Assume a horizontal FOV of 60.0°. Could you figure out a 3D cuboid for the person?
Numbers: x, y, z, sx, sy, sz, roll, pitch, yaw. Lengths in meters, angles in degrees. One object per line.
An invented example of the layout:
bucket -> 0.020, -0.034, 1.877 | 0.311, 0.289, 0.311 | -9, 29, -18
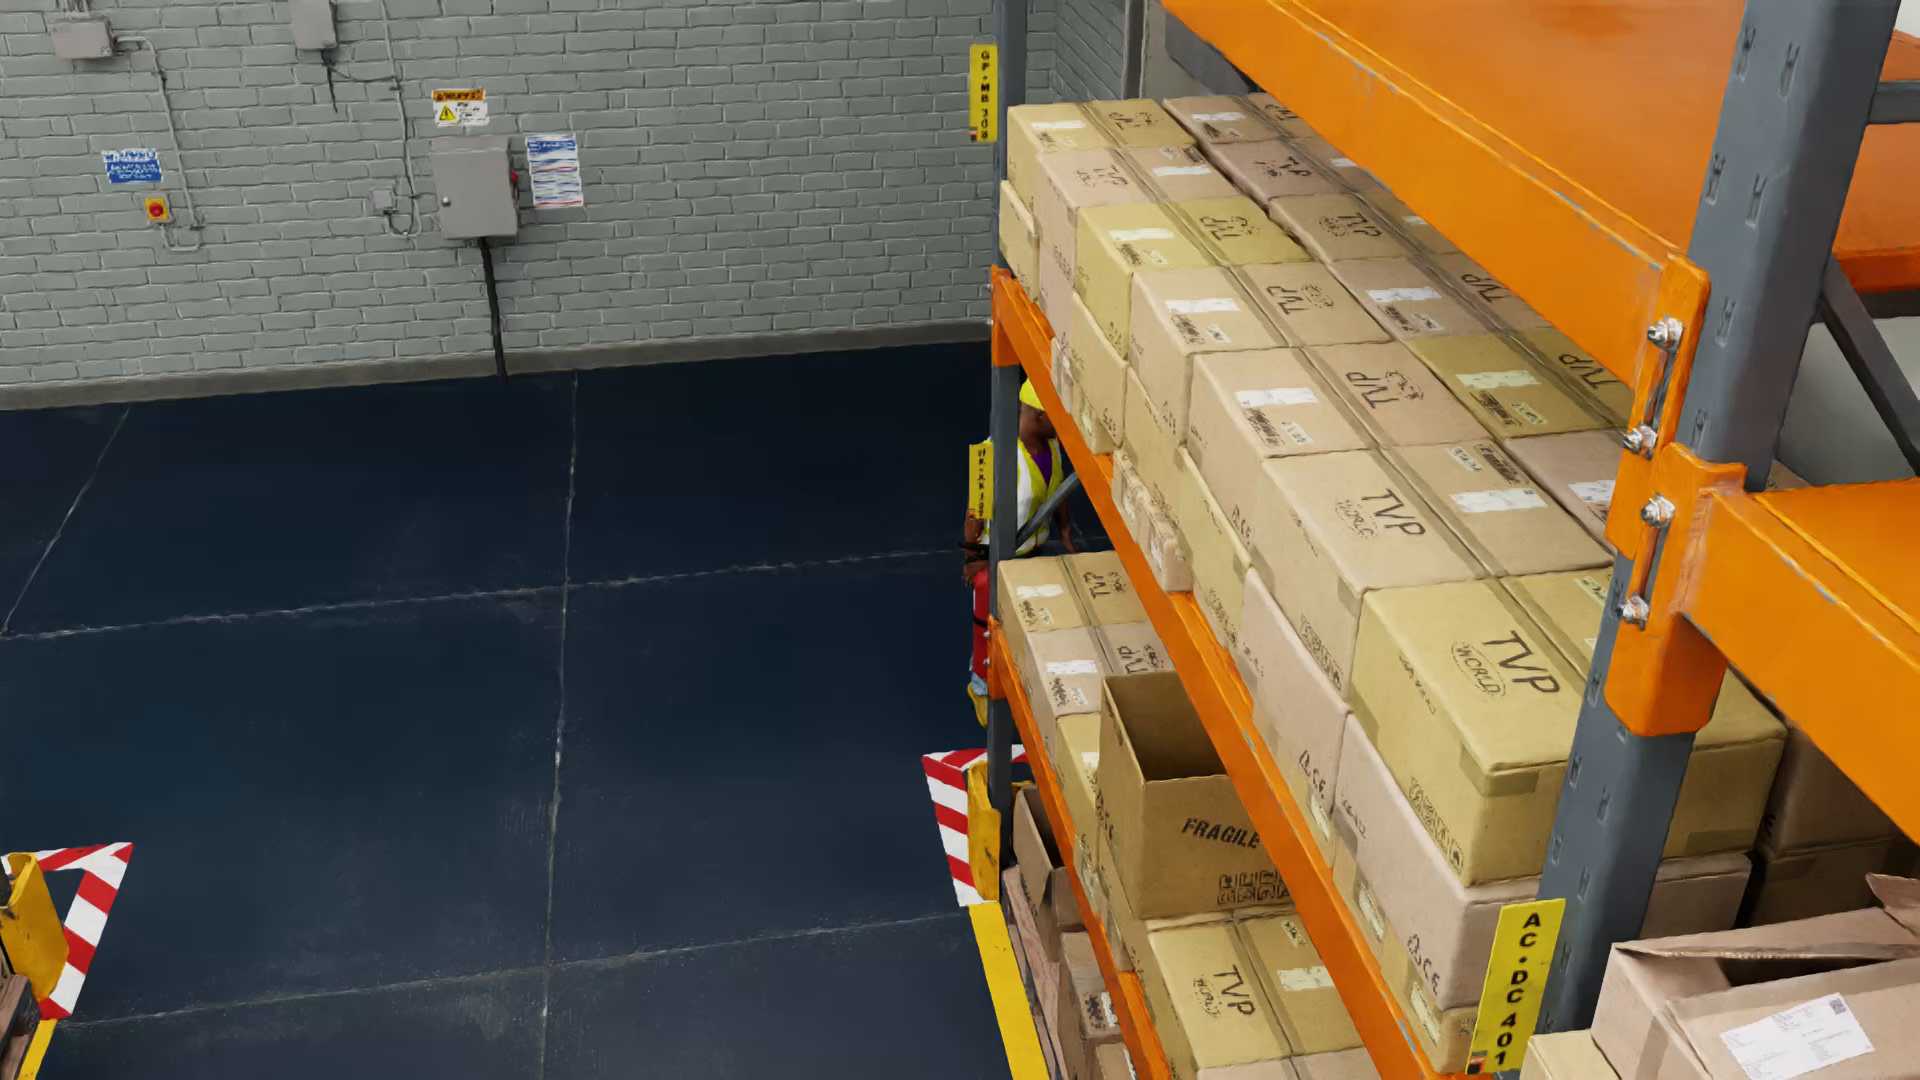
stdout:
person -> 0.279, 0.047, 8.049 | 0.536, 1.761, 0.652 | 21, 36, 31
